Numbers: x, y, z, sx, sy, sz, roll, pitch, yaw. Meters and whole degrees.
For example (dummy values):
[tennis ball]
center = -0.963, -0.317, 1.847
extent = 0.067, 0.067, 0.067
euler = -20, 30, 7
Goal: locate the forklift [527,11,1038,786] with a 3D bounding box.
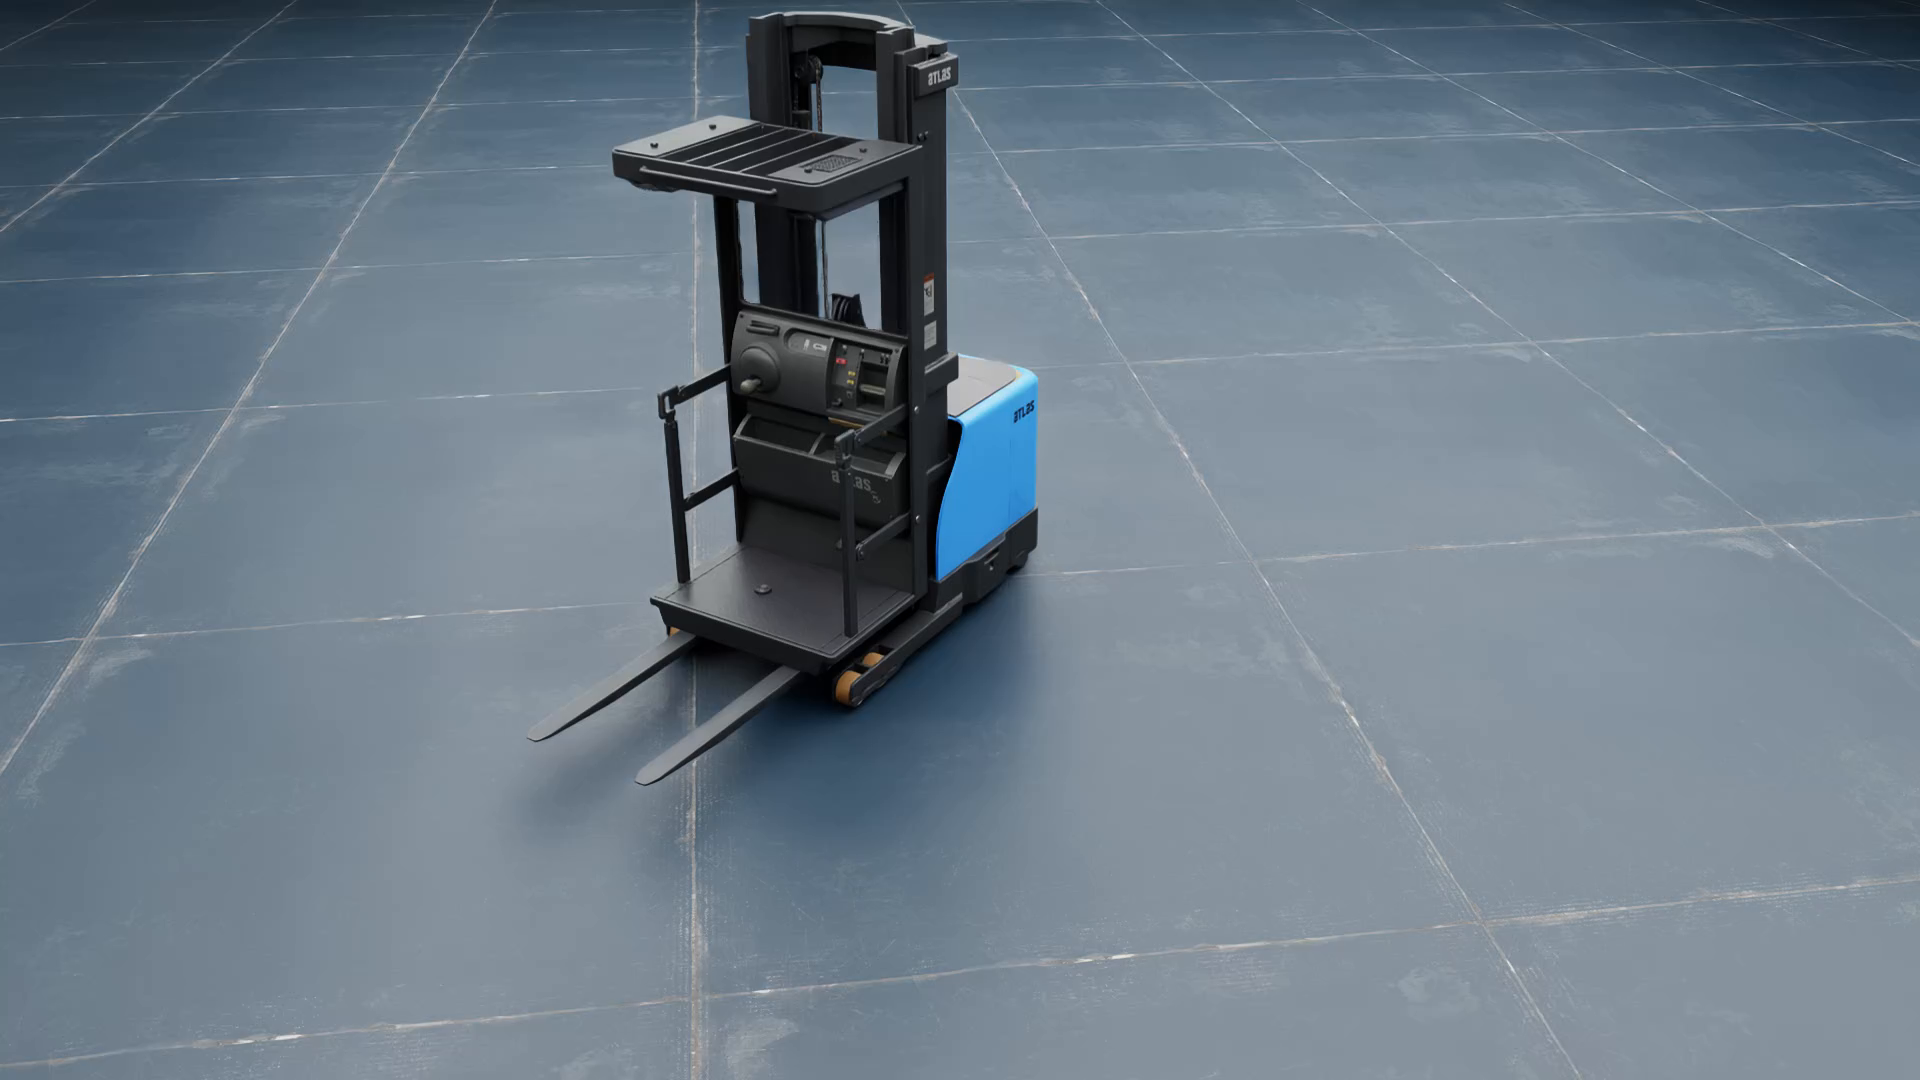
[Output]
[forklift]
center = -0.780, -0.770, 7.540
extent = 1.130, 2.935, 3.031
euler = 16, 31, 28
